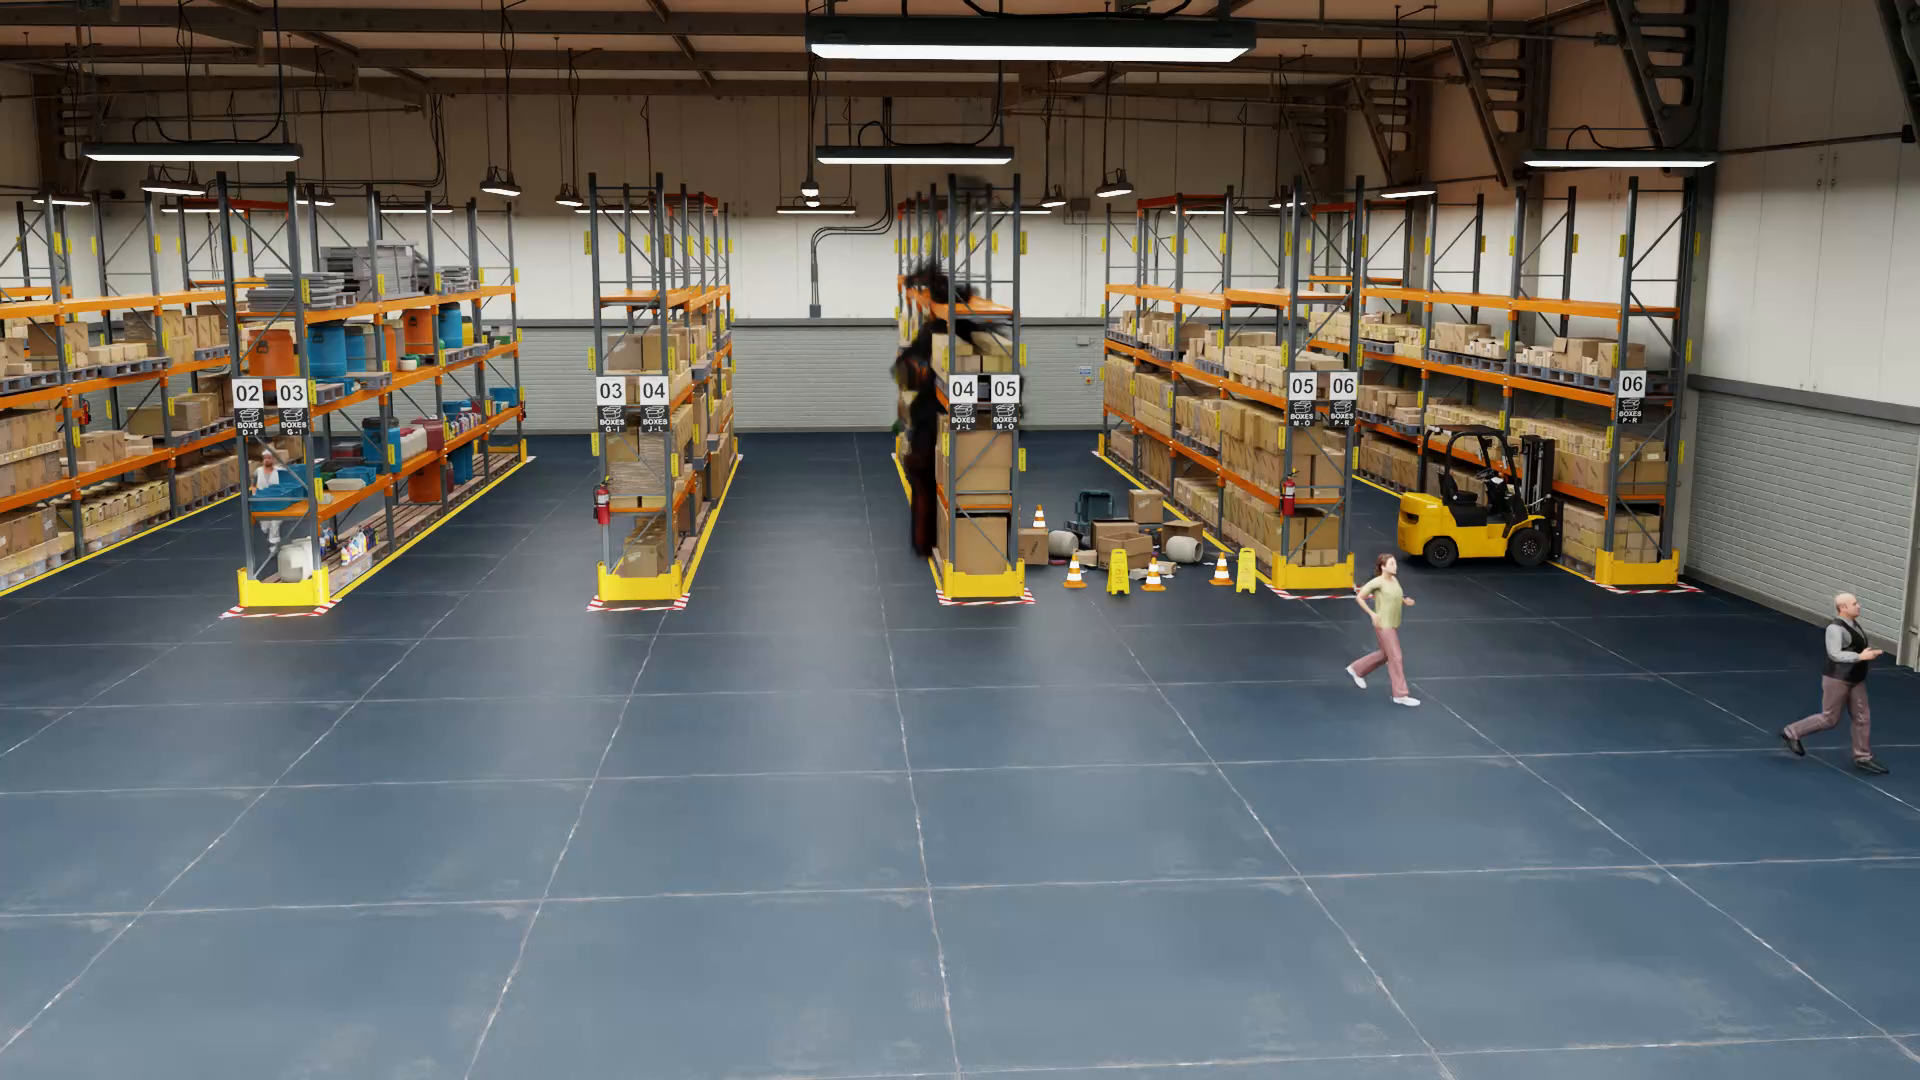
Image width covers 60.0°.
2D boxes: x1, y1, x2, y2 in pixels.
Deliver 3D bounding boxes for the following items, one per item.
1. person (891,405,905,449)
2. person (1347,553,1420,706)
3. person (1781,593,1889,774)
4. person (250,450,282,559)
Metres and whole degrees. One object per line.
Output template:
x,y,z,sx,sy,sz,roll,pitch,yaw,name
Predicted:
-1.381,-3.061,41.058,0.637,1.734,0.794,1,10,4,person
4.705,0.953,18.408,0.960,1.646,0.581,9,14,43,person
8.497,1.350,16.017,0.661,1.700,0.963,-9,13,-40,person
-11.214,-0.602,27.113,0.653,1.749,0.704,-2,10,-11,person
